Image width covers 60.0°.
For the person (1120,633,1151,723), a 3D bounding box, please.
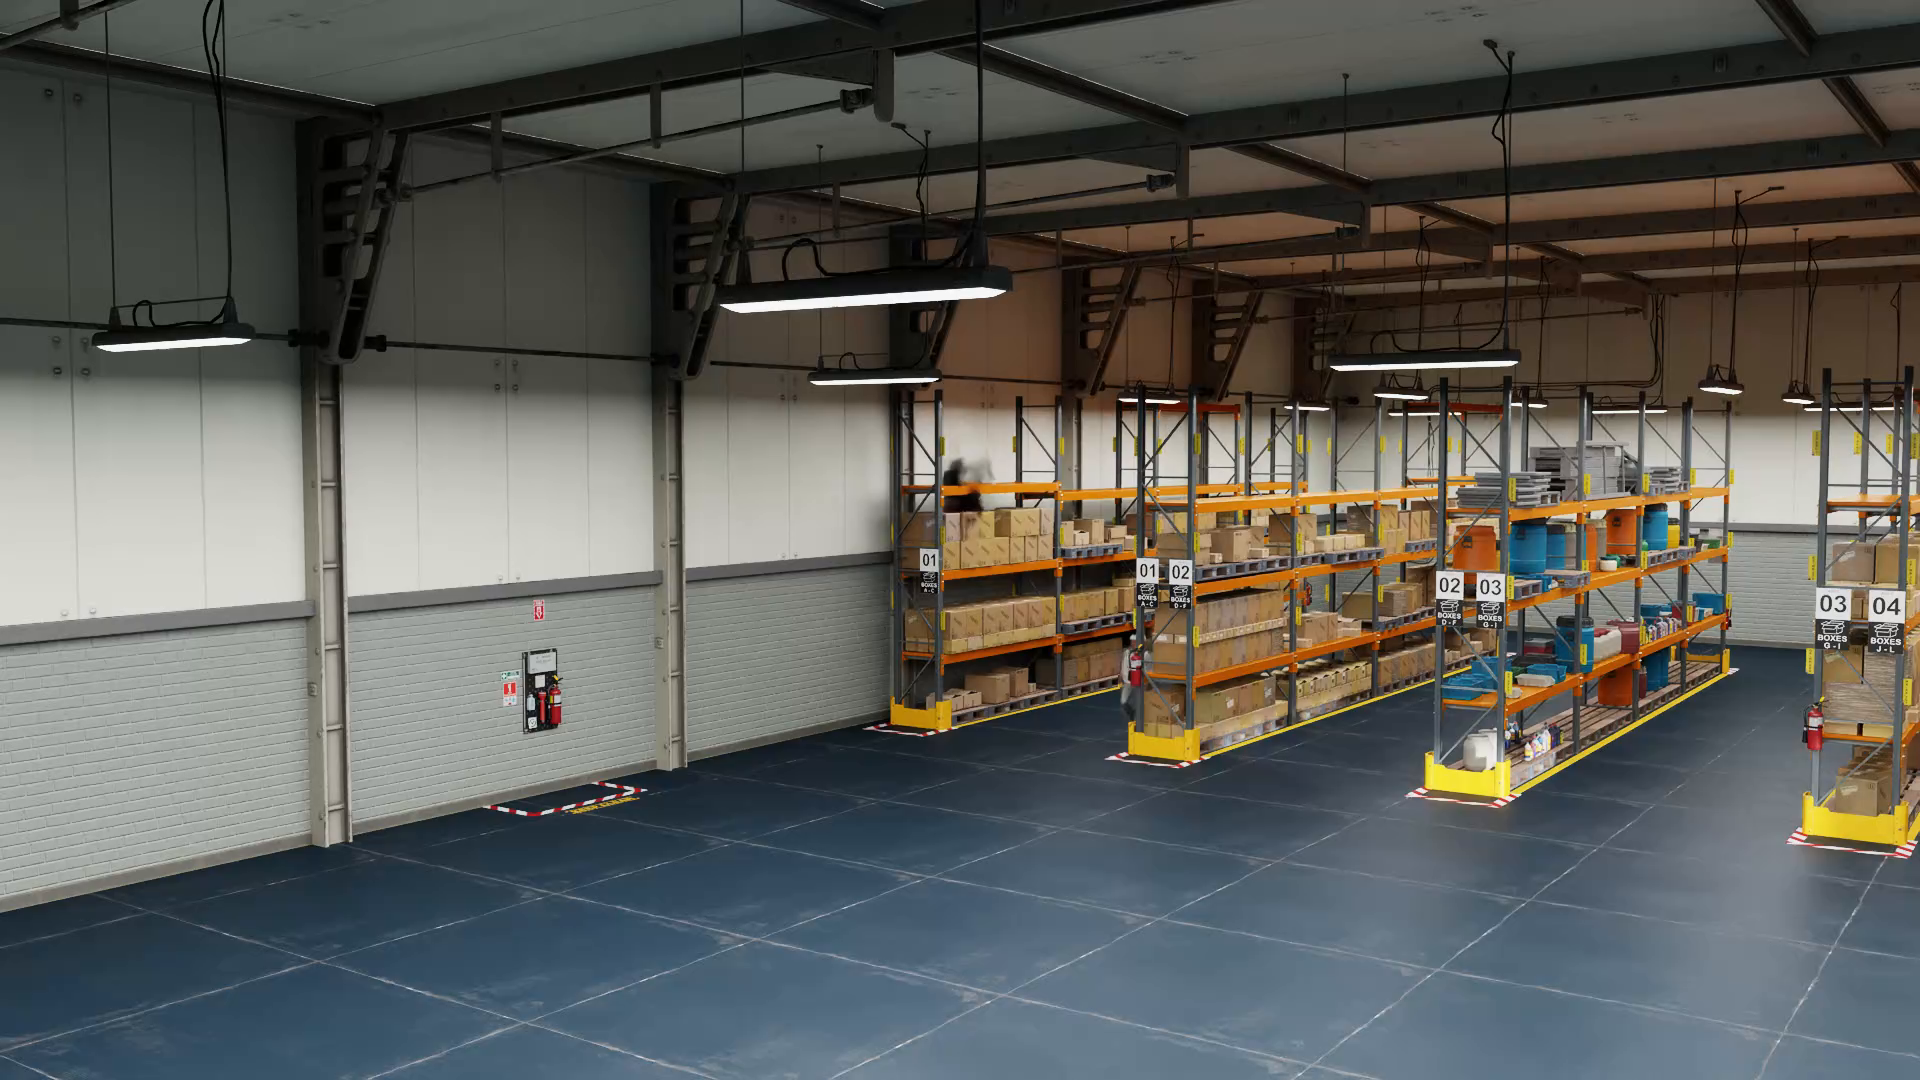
[{"bbox_3d":[3.039,2.482,29.078,0.622,1.728,0.733,2,4,28],"label":"person"}]
